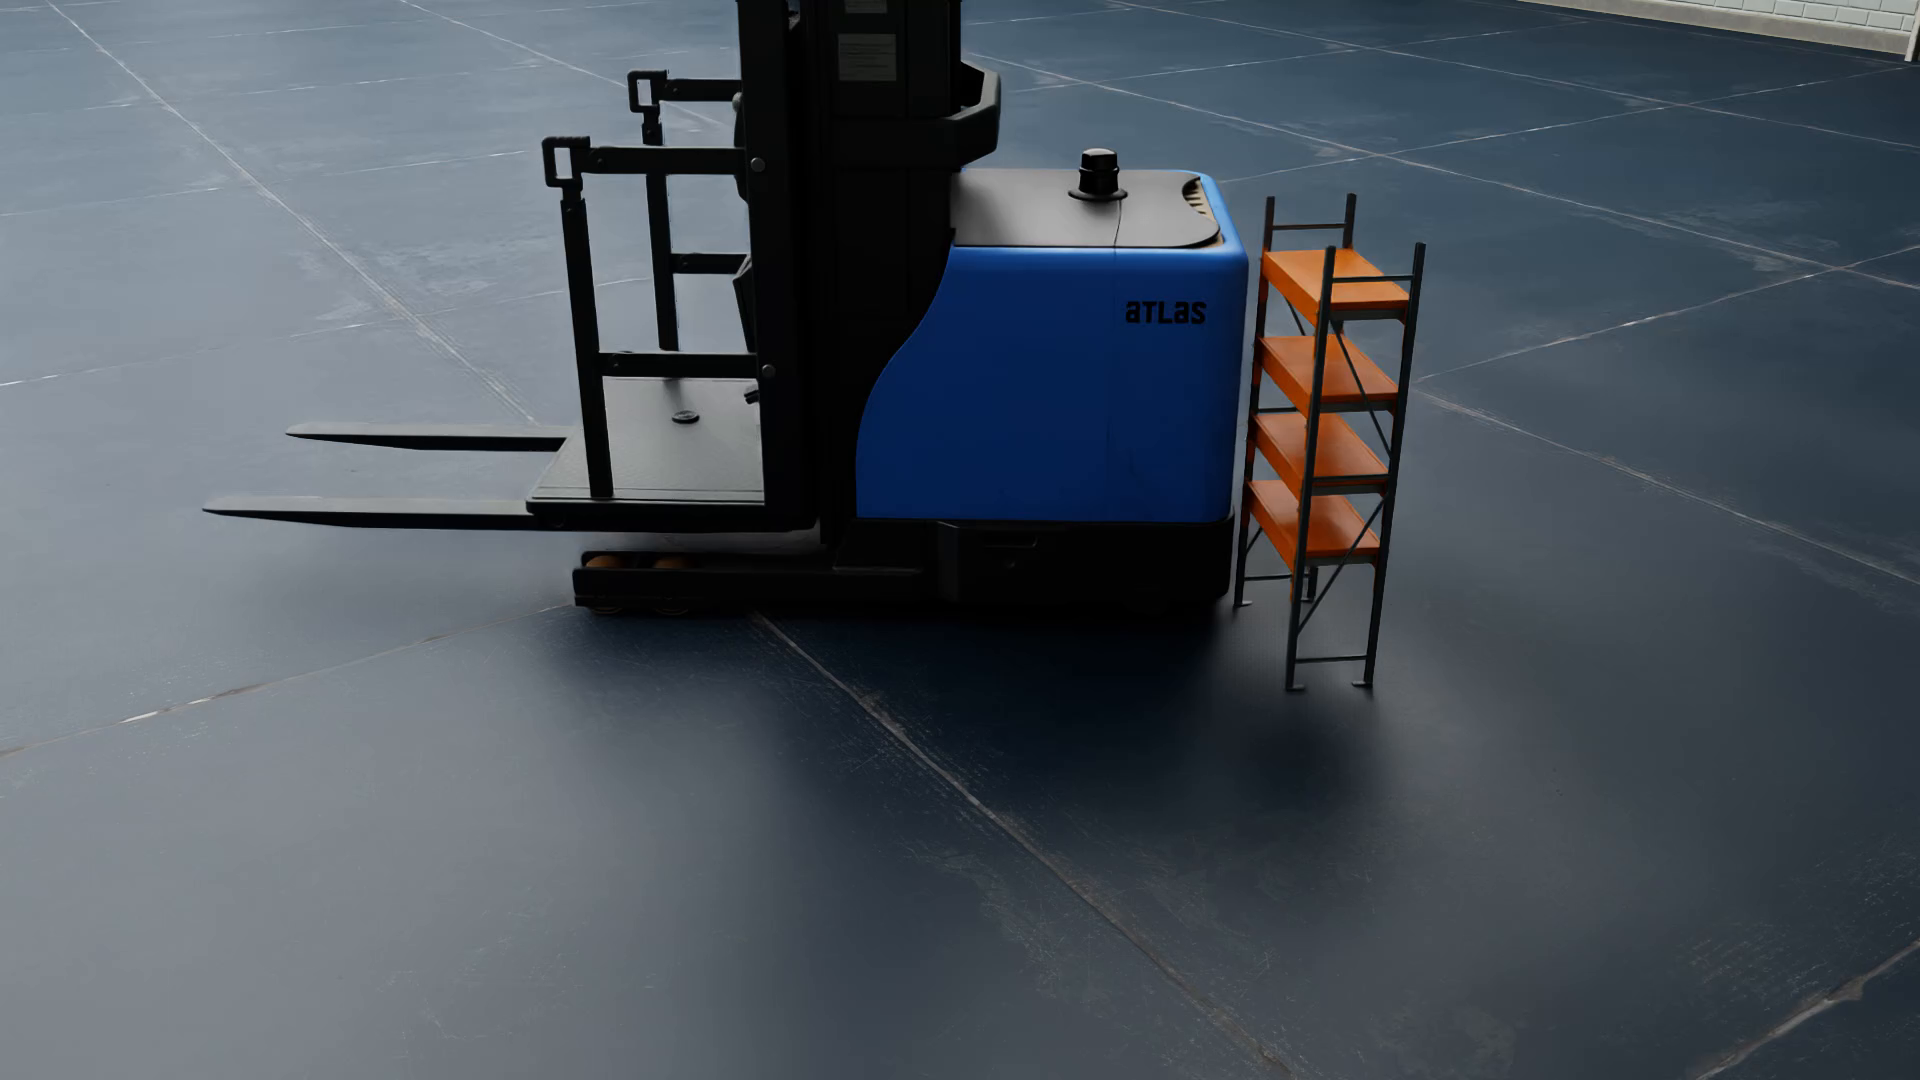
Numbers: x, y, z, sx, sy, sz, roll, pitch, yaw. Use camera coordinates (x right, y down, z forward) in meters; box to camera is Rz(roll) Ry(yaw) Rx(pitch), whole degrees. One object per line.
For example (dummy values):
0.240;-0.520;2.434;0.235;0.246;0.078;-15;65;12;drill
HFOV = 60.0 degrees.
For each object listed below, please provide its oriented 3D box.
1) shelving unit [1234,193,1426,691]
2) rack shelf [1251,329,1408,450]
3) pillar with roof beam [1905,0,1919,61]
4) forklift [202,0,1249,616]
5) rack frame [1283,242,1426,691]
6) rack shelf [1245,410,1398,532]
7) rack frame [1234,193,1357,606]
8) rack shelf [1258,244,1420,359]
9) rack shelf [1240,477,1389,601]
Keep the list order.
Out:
0.949;-0.257;4.388;0.258;1.200;0.503;-3;25;-6;shelving unit
0.949;-0.398;4.321;0.258;0.148;0.480;-3;25;-6;rack shelf
4.293;-6.924;9.377;9.100;9.000;0.400;-16;29;-30;pillar with roof beam
-0.721;-1.332;4.638;3.031;2.935;1.130;1;25;2;forklift
0.979;-0.153;4.169;0.240;1.200;0.015;-3;25;-6;rack frame
0.949;-0.196;4.417;0.258;0.148;0.480;-3;25;-6;rack shelf
0.920;-0.360;4.607;0.240;1.200;0.015;-3;25;-6;rack frame
0.949;-0.612;4.220;0.258;0.148;0.480;-3;25;-6;rack shelf
0.949;-0.016;4.501;0.258;0.148;0.480;-3;25;-6;rack shelf
